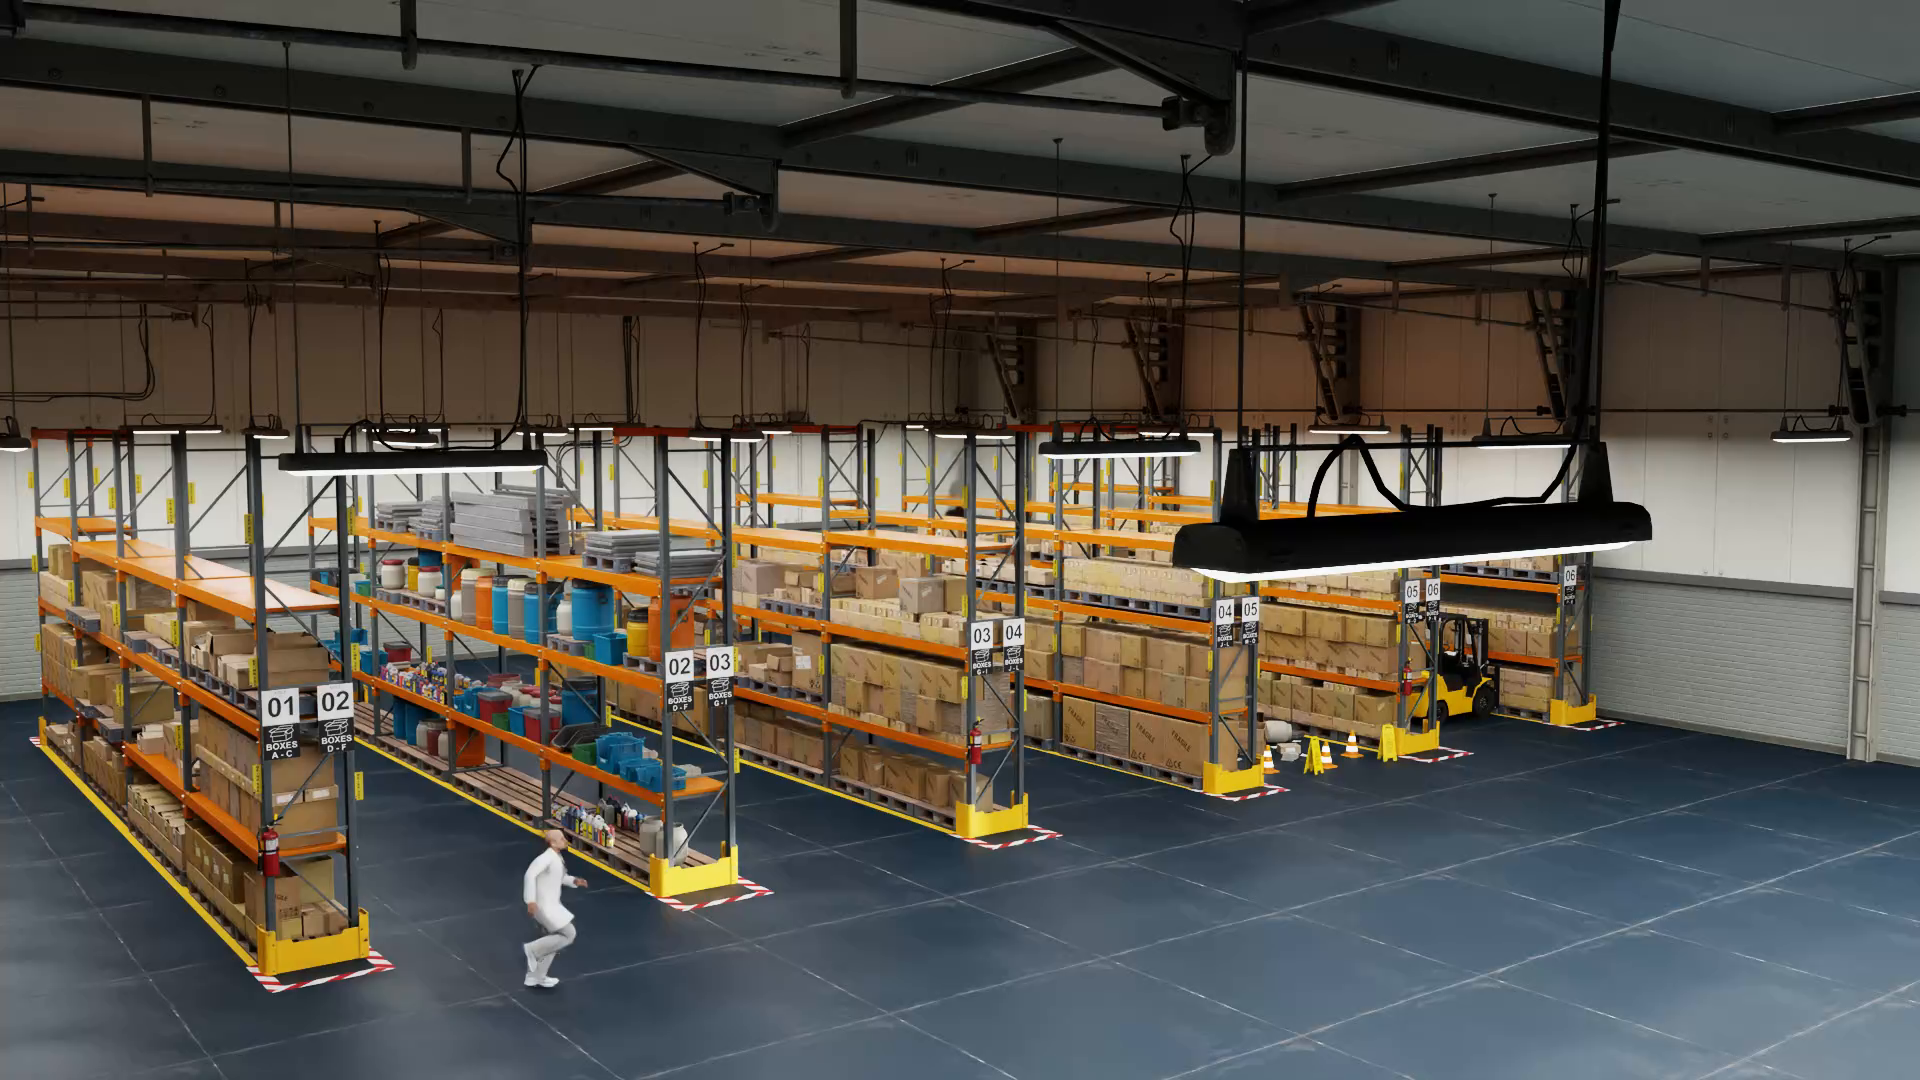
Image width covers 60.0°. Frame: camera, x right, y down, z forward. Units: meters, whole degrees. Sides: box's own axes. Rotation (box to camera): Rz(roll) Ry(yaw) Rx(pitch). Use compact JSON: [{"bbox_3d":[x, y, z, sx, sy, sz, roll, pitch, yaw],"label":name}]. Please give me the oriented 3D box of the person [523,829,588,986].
[{"bbox_3d":[-4.442,4.038,18.254,0.694,1.728,0.760,-1,5,-7],"label":"person"}]
